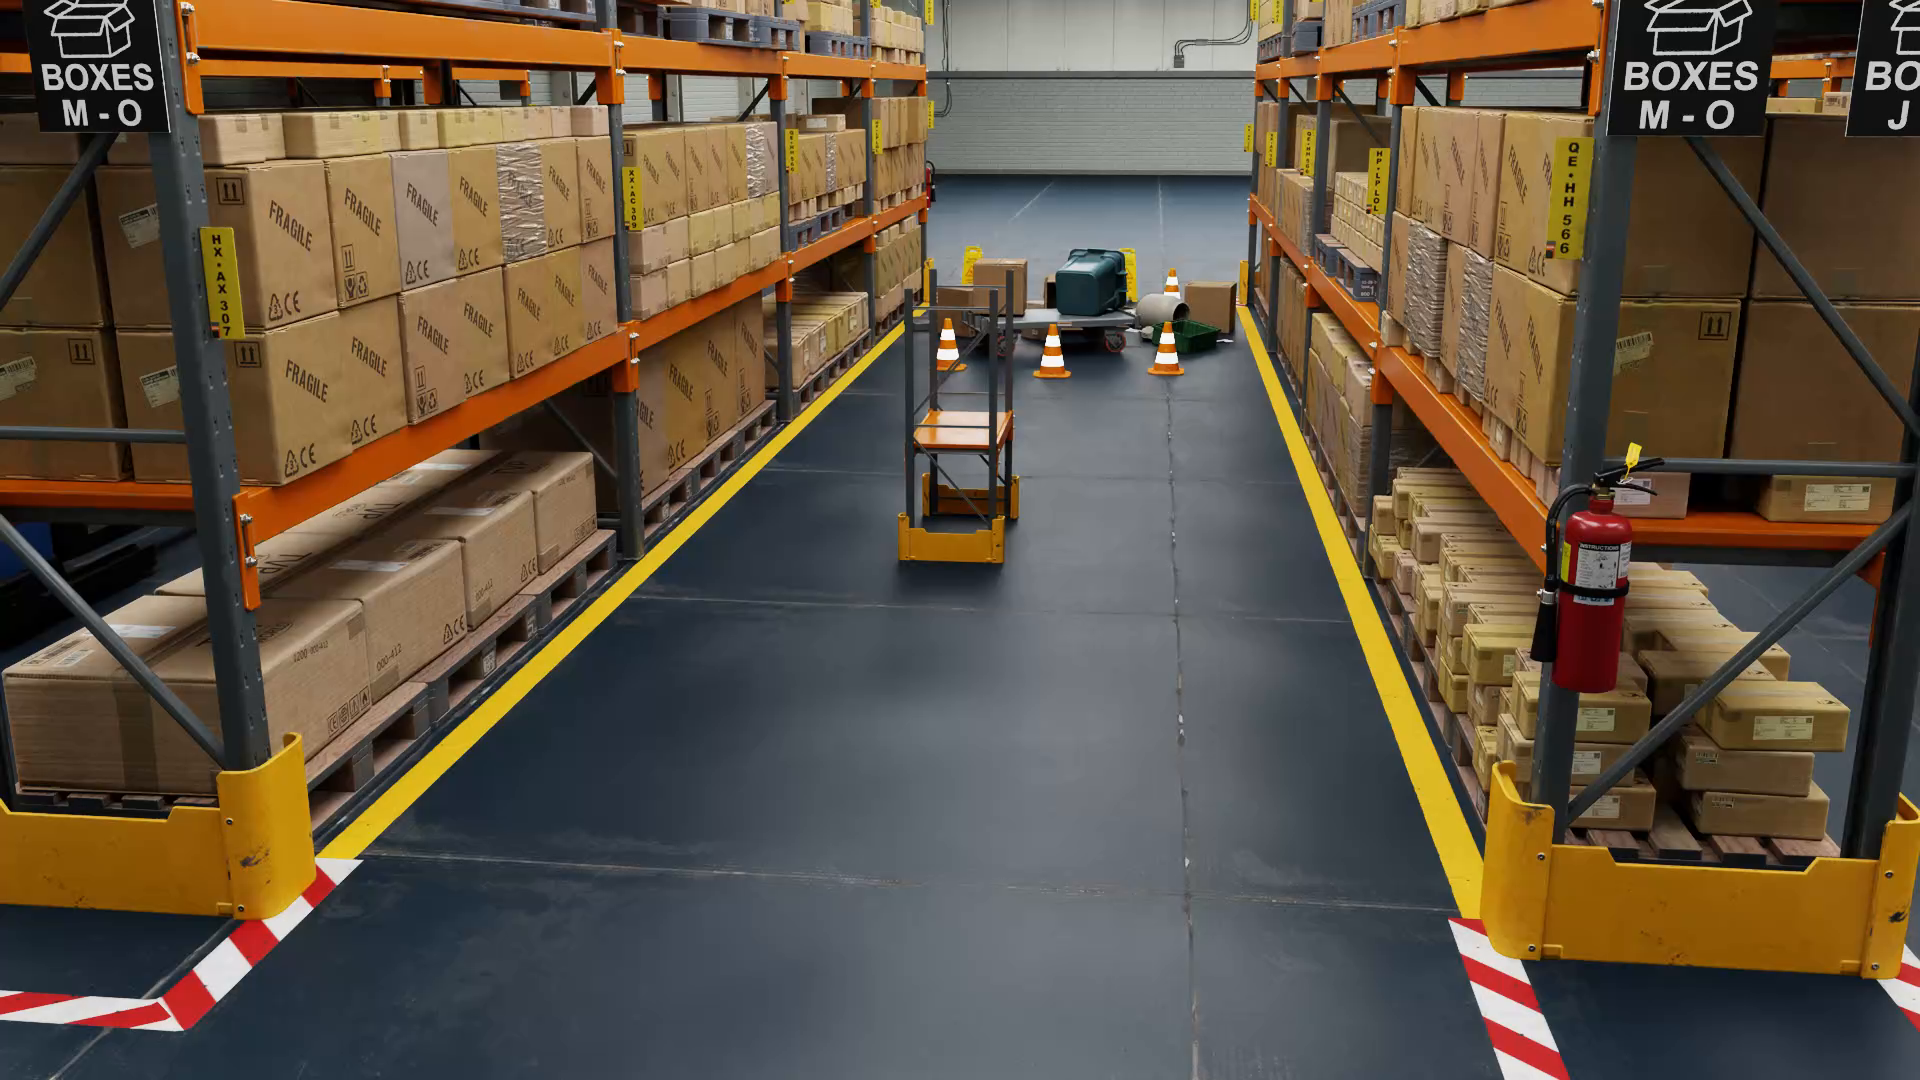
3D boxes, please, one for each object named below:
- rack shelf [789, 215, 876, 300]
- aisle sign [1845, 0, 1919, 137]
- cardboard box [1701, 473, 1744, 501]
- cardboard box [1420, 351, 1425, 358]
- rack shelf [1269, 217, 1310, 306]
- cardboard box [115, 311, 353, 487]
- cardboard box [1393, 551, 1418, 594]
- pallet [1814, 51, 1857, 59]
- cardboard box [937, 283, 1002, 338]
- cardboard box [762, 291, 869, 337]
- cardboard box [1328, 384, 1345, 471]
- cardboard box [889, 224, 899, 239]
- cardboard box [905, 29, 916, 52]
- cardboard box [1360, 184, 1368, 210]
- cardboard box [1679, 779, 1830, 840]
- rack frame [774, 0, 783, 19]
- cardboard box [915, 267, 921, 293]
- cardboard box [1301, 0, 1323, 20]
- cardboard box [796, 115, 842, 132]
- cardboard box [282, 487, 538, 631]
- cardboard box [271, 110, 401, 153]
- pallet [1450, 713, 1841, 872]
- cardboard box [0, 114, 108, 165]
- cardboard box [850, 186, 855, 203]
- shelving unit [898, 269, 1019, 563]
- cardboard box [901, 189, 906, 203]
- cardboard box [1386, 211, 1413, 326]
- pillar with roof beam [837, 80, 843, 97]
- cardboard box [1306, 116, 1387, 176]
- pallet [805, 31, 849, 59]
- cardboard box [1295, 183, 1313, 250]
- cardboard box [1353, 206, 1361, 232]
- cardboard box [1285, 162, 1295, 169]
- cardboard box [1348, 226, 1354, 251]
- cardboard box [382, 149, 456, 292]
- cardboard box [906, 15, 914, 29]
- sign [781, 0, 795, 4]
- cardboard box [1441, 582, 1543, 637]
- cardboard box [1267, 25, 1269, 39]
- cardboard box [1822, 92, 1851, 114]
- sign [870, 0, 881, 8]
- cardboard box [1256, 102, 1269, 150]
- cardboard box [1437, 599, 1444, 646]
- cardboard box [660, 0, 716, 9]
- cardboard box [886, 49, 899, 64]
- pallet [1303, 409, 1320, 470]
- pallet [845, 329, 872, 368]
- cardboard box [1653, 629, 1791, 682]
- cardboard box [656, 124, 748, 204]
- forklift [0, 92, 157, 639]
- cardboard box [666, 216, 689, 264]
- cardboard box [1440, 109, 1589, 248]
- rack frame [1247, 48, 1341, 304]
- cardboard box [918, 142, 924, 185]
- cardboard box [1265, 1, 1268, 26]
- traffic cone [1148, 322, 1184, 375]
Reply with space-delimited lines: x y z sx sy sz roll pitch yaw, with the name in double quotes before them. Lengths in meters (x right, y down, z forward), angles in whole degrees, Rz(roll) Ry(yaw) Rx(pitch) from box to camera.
"rack shelf" -1.593 -2.562 14.770 1.077 0.370 4.000 2 15 6
"aisle sign" 2.498 -1.424 4.200 0.394 0.787 0.004 2 15 6
"cardboard box" 2.558 -0.217 5.199 0.380 0.149 0.250 2 15 8
"cardboard box" 2.369 -0.909 7.758 0.380 0.149 0.250 1 15 4
"rack shelf" 3.337 -2.443 14.328 1.077 0.370 4.000 2 15 6
"cardboard box" -2.382 -0.480 5.501 0.500 0.500 0.500 2 15 6
"cardboard box" 2.293 0.160 7.983 0.380 0.149 0.250 2 15 6
"pallet" 8.304 -4.337 14.567 1.213 0.211 1.003 2 15 6
"cardboard box" 0.106 -2.461 17.800 0.500 0.500 0.500 -14 20 -42
"cardboard box" -1.424 -2.227 16.379 0.950 0.372 0.625 2 15 7
"cardboard box" 2.613 -0.695 10.471 0.500 0.500 0.500 1 15 5
"cardboard box" -0.875 -3.358 18.118 0.380 0.149 0.250 3 15 9
"cardboard box" -0.777 -5.714 19.019 0.500 0.250 0.500 1 15 5
"cardboard box" 2.688 -2.120 10.294 0.380 0.149 0.250 1 15 5
"cardboard box" 2.586 0.851 5.427 0.380 0.149 0.250 2 15 7
"rack frame" -1.819 -5.287 11.975 1.000 3.000 0.127 2 15 6
"cardboard box" -0.743 -3.117 19.908 0.500 0.250 0.500 2 15 6
"cardboard box" 2.931 -4.207 12.903 0.500 0.311 0.500 2 15 6
"cardboard box" -1.267 -3.759 15.008 0.380 0.149 0.250 1 15 4
"cardboard box" -2.548 0.072 7.752 0.875 0.438 0.875 1 15 5
"cardboard box" -2.315 -1.517 6.175 0.380 0.149 0.250 2 15 7
"pallet" 2.344 0.920 5.855 1.003 0.211 1.213 2 15 6
"cardboard box" -2.880 -1.259 5.222 0.380 0.149 0.250 2 15 7
"cardboard box" -1.192 -3.232 15.547 0.380 0.149 0.250 1 15 5
"shelving unit" 0.009 -0.744 9.539 0.587 1.500 1.083 2 15 6
"cardboard box" -0.820 -3.907 18.848 0.380 0.149 0.250 2 15 6
"cardboard box" 2.354 -1.305 7.979 0.500 0.500 0.500 1 15 5
"pillar with roof beam" 0.840 -15.007 47.922 9.100 9.000 0.400 2 15 6
"cardboard box" 3.399 -3.446 14.554 0.700 0.500 0.500 2 15 7
"pallet" -1.657 -4.360 14.652 1.213 0.211 1.003 2 15 6
"cardboard box" 2.953 -2.574 13.242 0.500 0.500 0.500 2 15 6
"cardboard box" 2.713 -2.043 10.578 0.380 0.149 0.250 2 15 6
"cardboard box" 3.592 -3.477 16.488 0.875 0.550 0.550 2 15 6
"cardboard box" 2.743 -1.964 10.856 0.380 0.149 0.250 2 15 8
"cardboard box" -2.282 -1.231 6.361 0.500 0.500 0.500 2 15 6
"cardboard box" -0.739 -5.949 19.122 0.380 0.149 0.250 2 15 6
"sign" -1.268 -4.108 12.220 0.100 0.325 0.005 2 15 6
"cardboard box" 2.072 0.274 6.419 0.380 0.149 0.250 2 15 8
"cardboard box" 3.486 -5.451 17.814 0.380 0.149 0.250 2 15 7
"cardboard box" 8.251 -3.427 14.635 1.000 1.000 1.000 2 15 7
"sign" -0.815 -5.301 16.027 0.100 0.325 0.005 2 15 6
"cardboard box" 3.934 -4.845 19.477 0.875 0.550 0.550 2 15 6
"cardboard box" 2.134 0.353 6.699 0.380 0.149 0.250 2 15 9
"cardboard box" -1.716 -3.403 10.207 0.396 0.266 0.258 3 15 11
"cardboard box" -0.856 -5.161 17.735 0.380 0.149 0.250 1 15 5
"pallet" 3.022 -0.723 11.930 1.003 0.211 1.213 2 15 6
"pallet" -1.454 -1.880 16.212 1.003 0.211 1.213 2 15 6
"cardboard box" 2.672 0.427 5.853 0.380 0.149 0.250 2 15 6
"cardboard box" -1.729 -2.518 11.121 0.500 0.500 0.500 2 15 6
"forklift" -4.931 -1.161 8.342 1.130 2.935 3.031 1 15 4
"cardboard box" -1.909 -1.764 9.770 0.500 0.250 0.500 2 15 7
"cardboard box" 2.176 -1.401 6.419 0.500 0.500 0.500 1 15 4
"rack frame" 4.014 -4.346 19.989 1.000 3.000 0.127 2 15 6
"cardboard box" -0.703 -4.509 19.829 0.500 0.500 0.500 1 15 5
"cardboard box" 3.592 -5.736 18.104 0.500 0.250 0.500 2 15 6
"traffic cone" 1.911 -1.781 15.362 0.336 0.463 0.334 2 15 6
